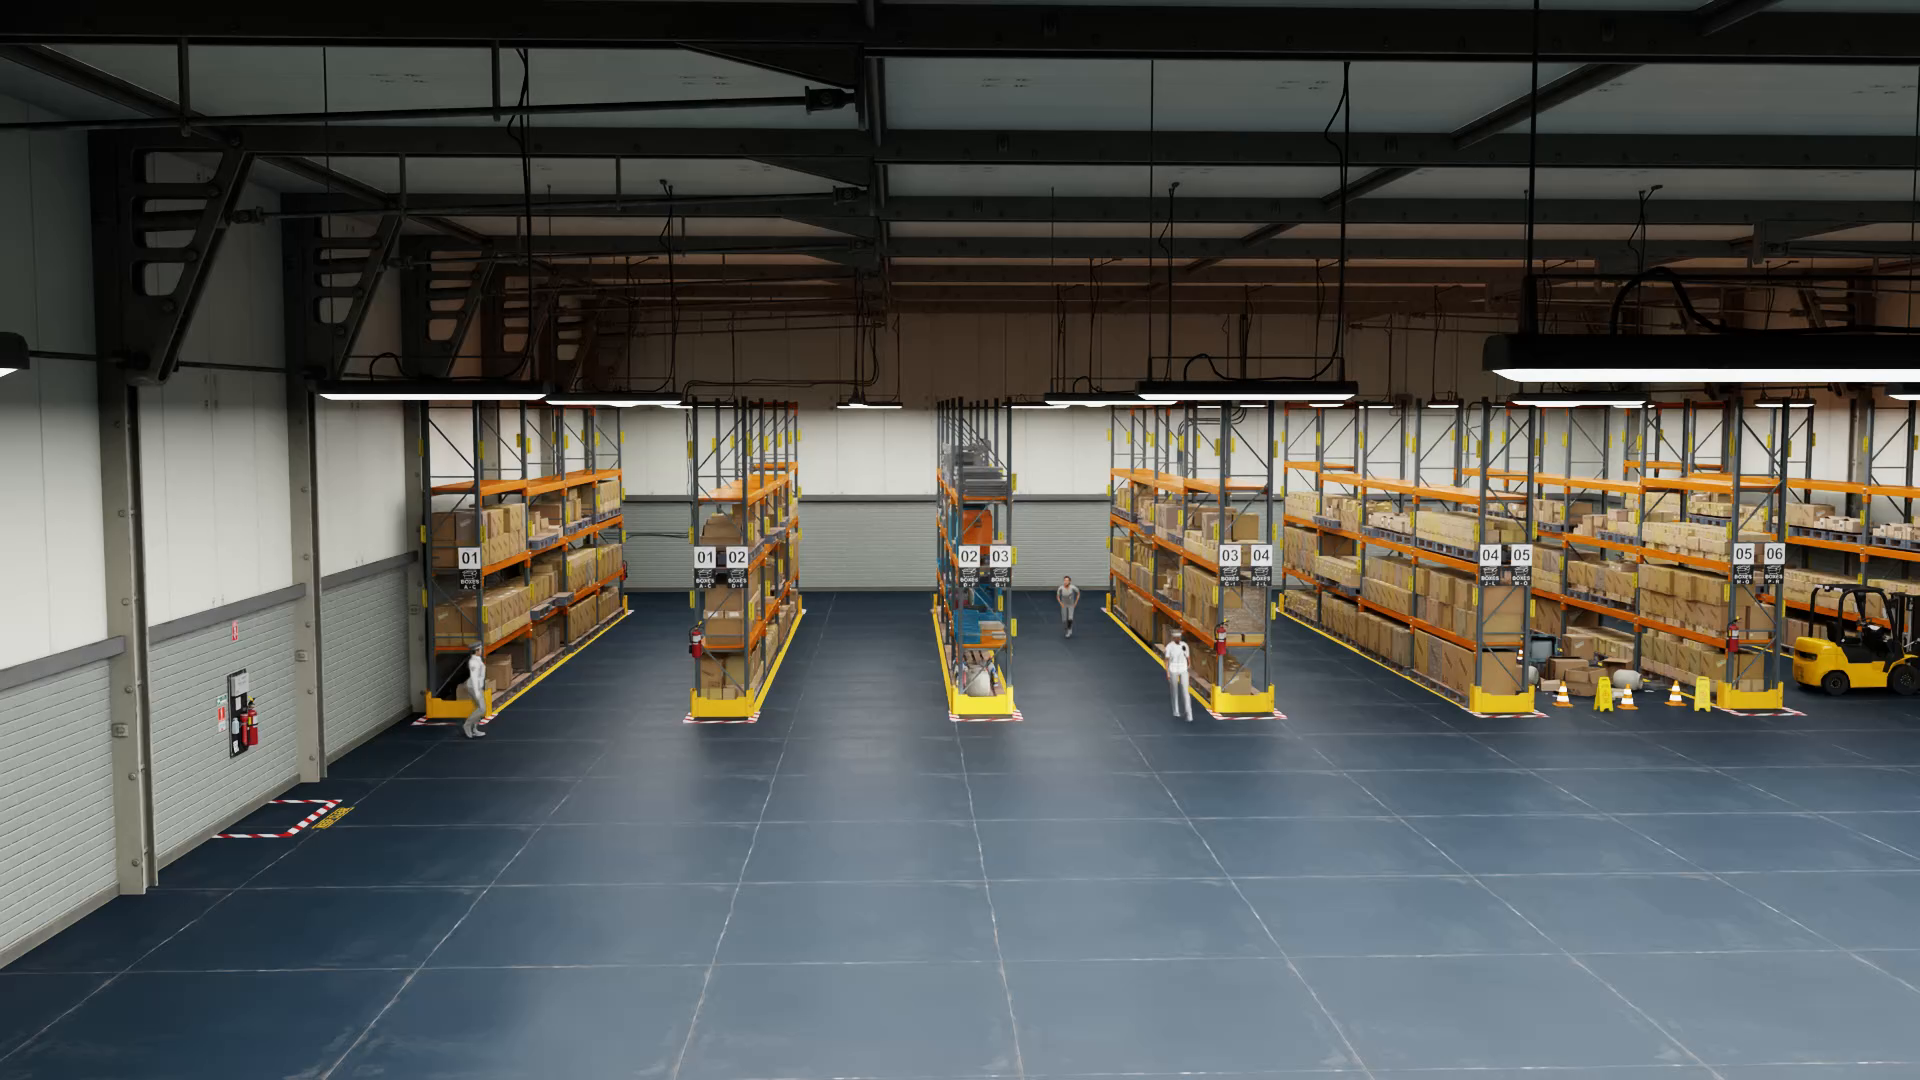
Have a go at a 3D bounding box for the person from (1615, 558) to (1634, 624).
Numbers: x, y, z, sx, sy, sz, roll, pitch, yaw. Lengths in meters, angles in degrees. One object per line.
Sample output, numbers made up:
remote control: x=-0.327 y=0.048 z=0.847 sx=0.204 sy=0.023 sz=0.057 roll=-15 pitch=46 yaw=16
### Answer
person: x=18.032 y=1.379 z=44.789 sx=0.517 sy=1.768 sz=0.590 roll=-3 pitch=5 yaw=-32

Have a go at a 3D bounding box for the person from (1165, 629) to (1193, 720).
person: x=4.080 y=2.502 z=30.989 sx=0.524 sy=1.667 sz=0.717 roll=0 pitch=4 yaw=6

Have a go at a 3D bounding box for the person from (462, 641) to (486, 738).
person: x=-8.517 y=2.612 z=29.193 sx=0.424 sy=1.681 sz=0.505 roll=0 pitch=4 yaw=-6

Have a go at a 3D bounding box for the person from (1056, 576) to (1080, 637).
person: x=2.746 y=1.682 z=42.129 sx=0.603 sy=1.583 sz=0.698 roll=0 pitch=4 yaw=6
